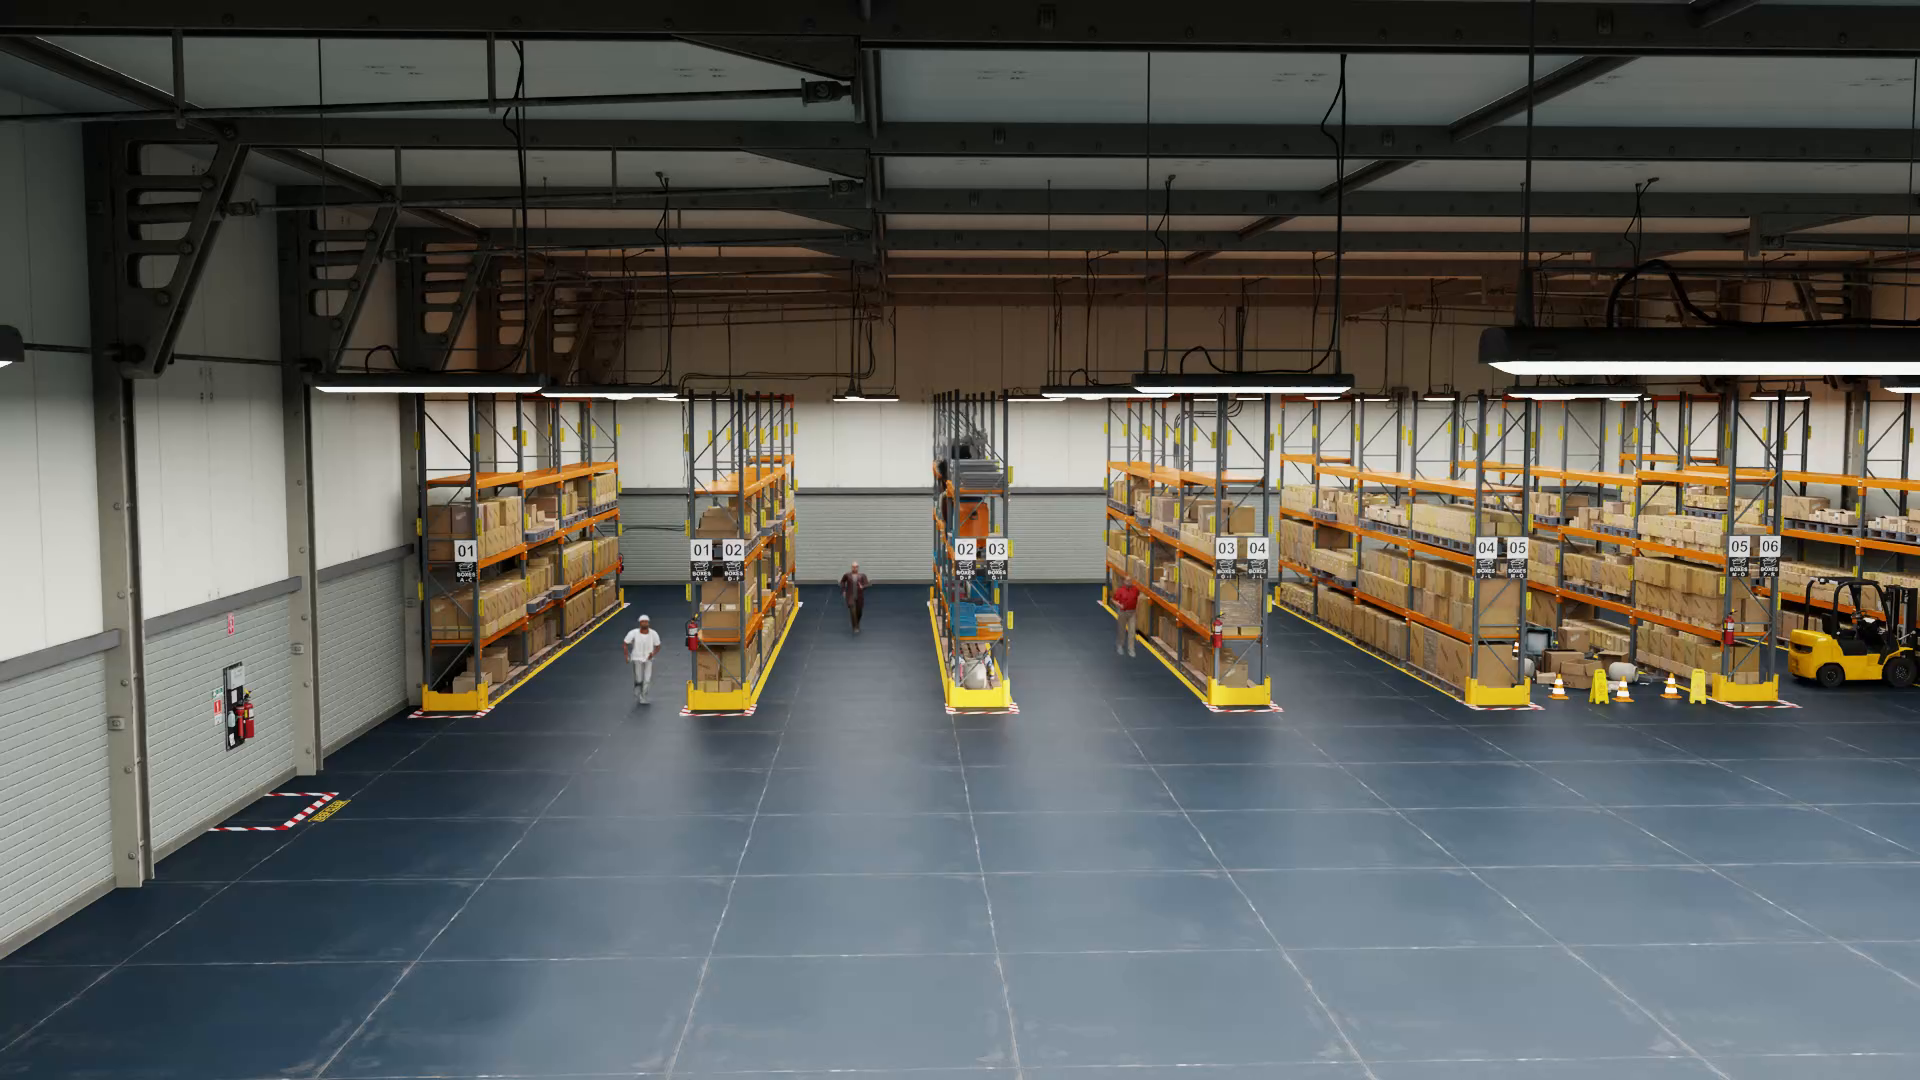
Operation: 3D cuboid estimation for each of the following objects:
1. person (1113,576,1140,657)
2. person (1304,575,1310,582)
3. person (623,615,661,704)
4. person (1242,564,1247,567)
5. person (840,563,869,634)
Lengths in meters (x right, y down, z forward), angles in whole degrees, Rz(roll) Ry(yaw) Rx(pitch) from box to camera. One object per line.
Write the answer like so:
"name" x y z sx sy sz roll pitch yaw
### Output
"person" 3.632 1.686 36.119 0.647 1.683 0.878 -1 5 -9
"person" 10.283 0.943 48.740 0.545 1.617 0.599 3 5 29
"person" -6.068 2.279 31.803 0.708 1.701 0.567 -2 5 -22
"person" 8.128 0.992 48.297 0.681 1.606 0.624 3 6 36
"person" -2.628 1.459 41.620 0.709 1.710 0.955 -1 5 -8
